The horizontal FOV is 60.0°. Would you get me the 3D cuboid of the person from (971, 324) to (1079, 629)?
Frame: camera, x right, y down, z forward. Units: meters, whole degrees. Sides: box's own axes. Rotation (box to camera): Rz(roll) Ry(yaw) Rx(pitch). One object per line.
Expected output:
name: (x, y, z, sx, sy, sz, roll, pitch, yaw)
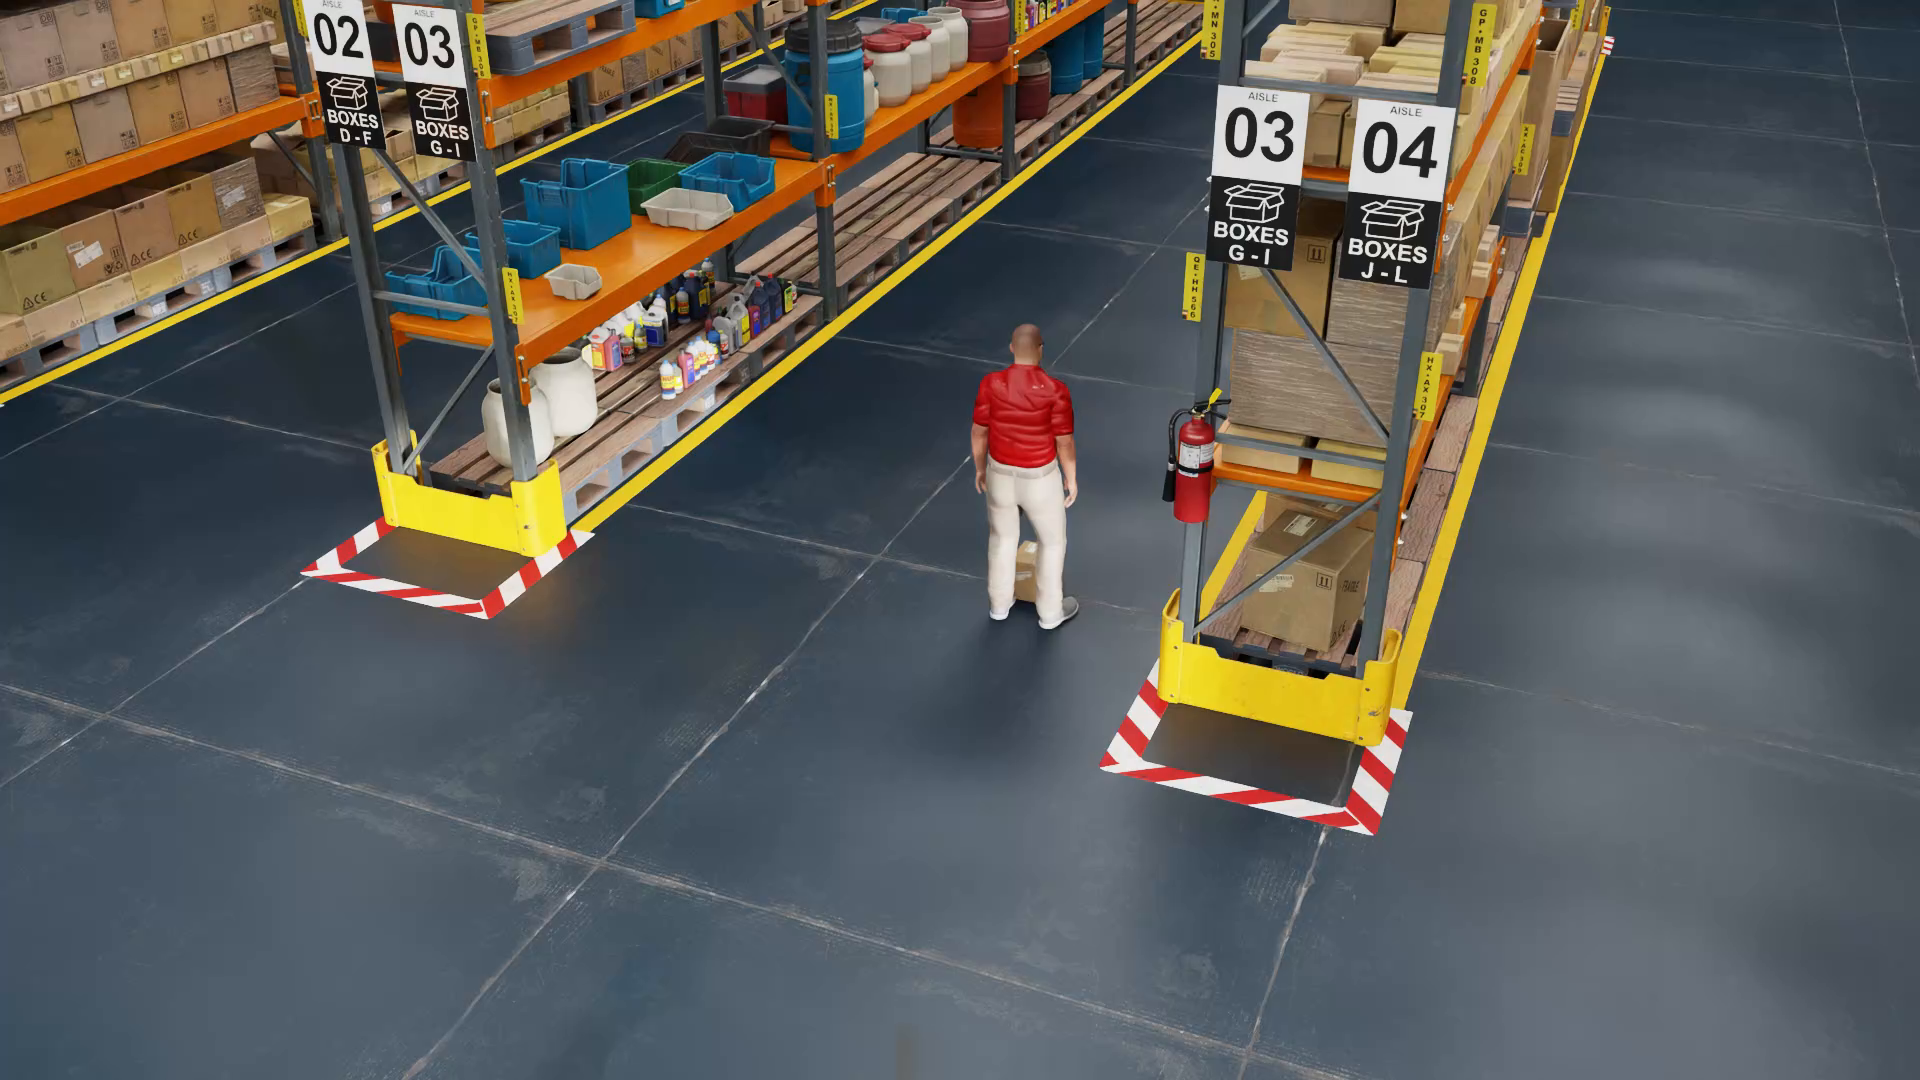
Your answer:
person: (0.354, -0.335, 9.008, 0.587, 1.725, 0.392, 10, 31, 17)
